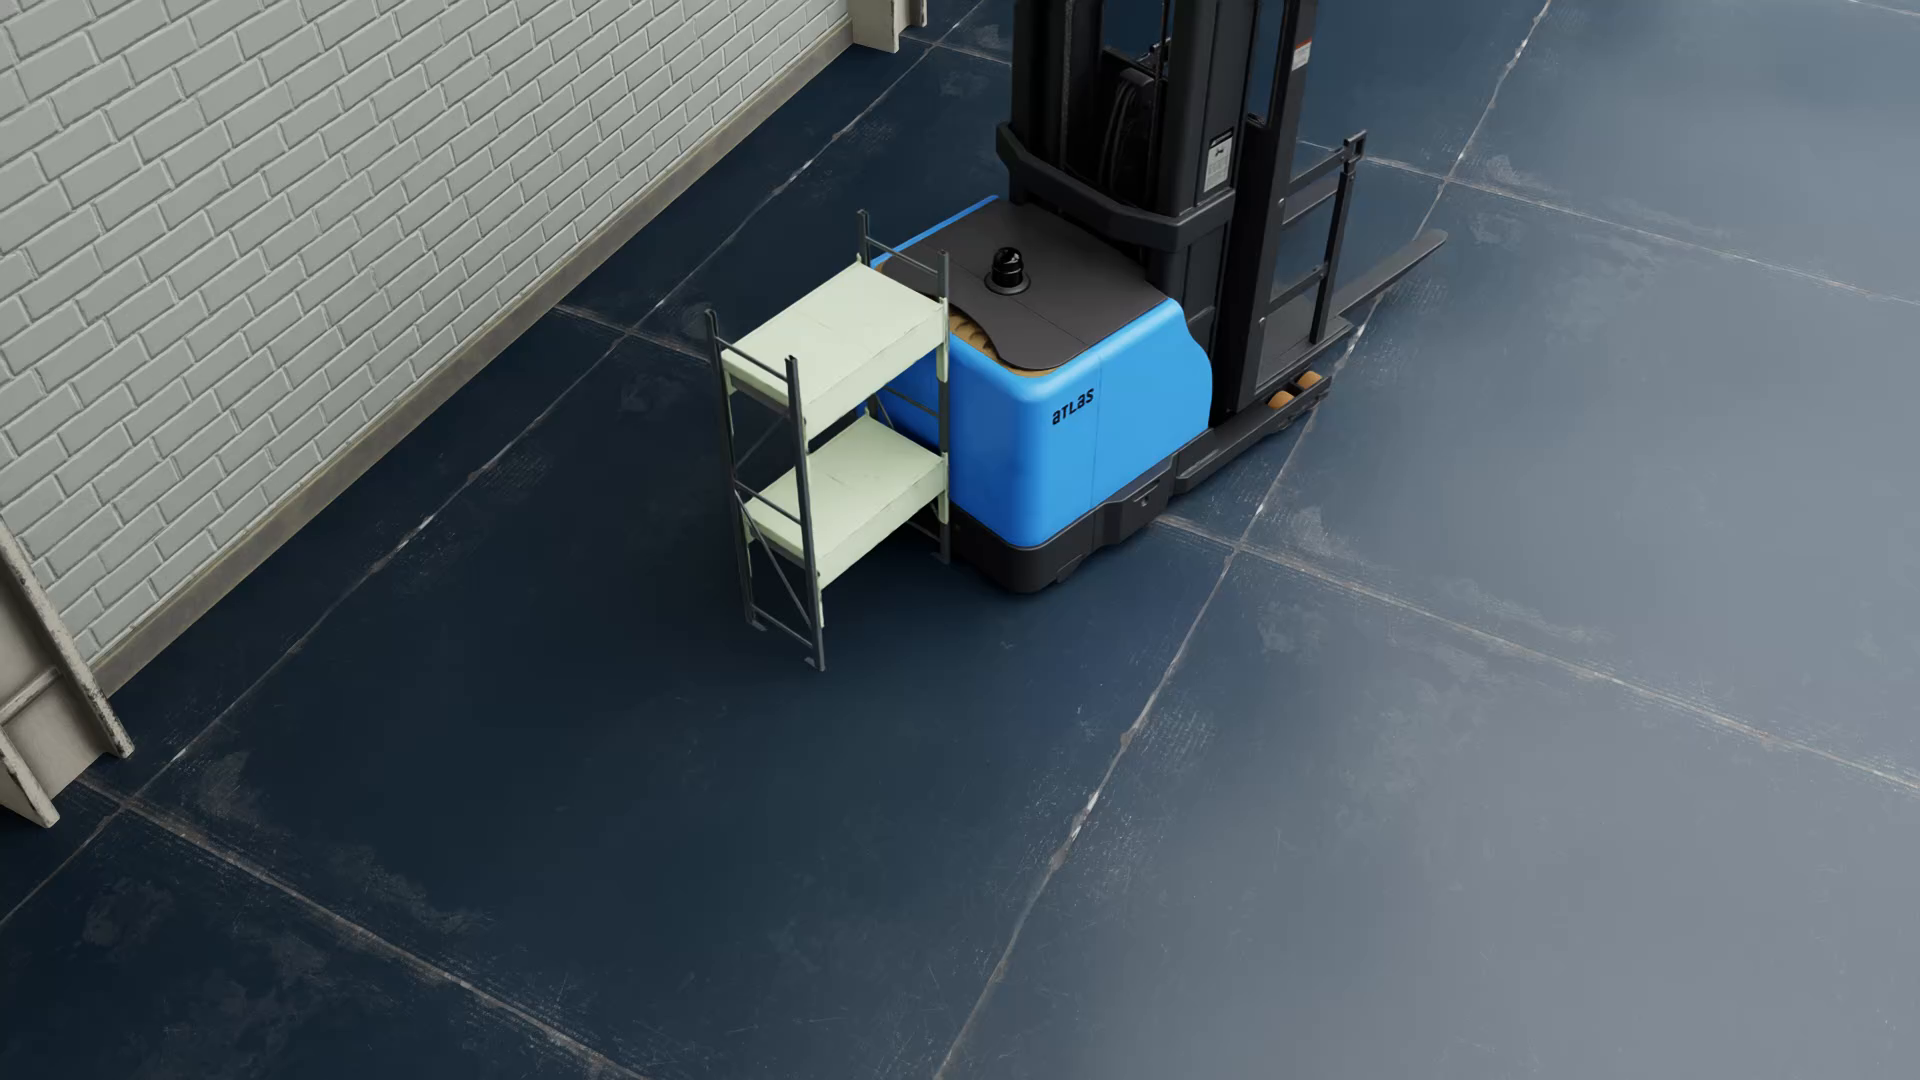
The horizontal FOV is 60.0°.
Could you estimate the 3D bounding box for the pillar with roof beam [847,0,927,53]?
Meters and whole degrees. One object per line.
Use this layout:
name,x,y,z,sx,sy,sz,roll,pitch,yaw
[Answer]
pillar with roof beam,3.394,-4.696,5.064,9.100,9.000,0.400,20,49,19

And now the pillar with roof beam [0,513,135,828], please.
pillar with roof beam,0.609,-0.916,1.328,9.100,9.000,0.400,20,49,19

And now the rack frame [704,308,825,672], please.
rack frame,-0.669,-0.126,5.820,0.400,1.500,0.023,31,53,27

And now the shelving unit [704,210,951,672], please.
shelving unit,-0.433,-0.325,6.017,0.431,1.500,0.755,31,53,27

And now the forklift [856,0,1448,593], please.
forklift,0.985,-1.753,6.421,3.031,2.935,1.130,-34,54,-29

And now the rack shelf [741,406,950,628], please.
rack shelf,-0.433,-0.096,6.249,0.431,0.370,0.720,31,53,27

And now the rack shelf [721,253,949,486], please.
rack shelf,-0.433,-0.599,5.739,0.431,0.370,0.720,31,53,27

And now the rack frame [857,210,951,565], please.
rack frame,-0.198,-0.524,6.214,0.400,1.500,0.023,31,53,27
